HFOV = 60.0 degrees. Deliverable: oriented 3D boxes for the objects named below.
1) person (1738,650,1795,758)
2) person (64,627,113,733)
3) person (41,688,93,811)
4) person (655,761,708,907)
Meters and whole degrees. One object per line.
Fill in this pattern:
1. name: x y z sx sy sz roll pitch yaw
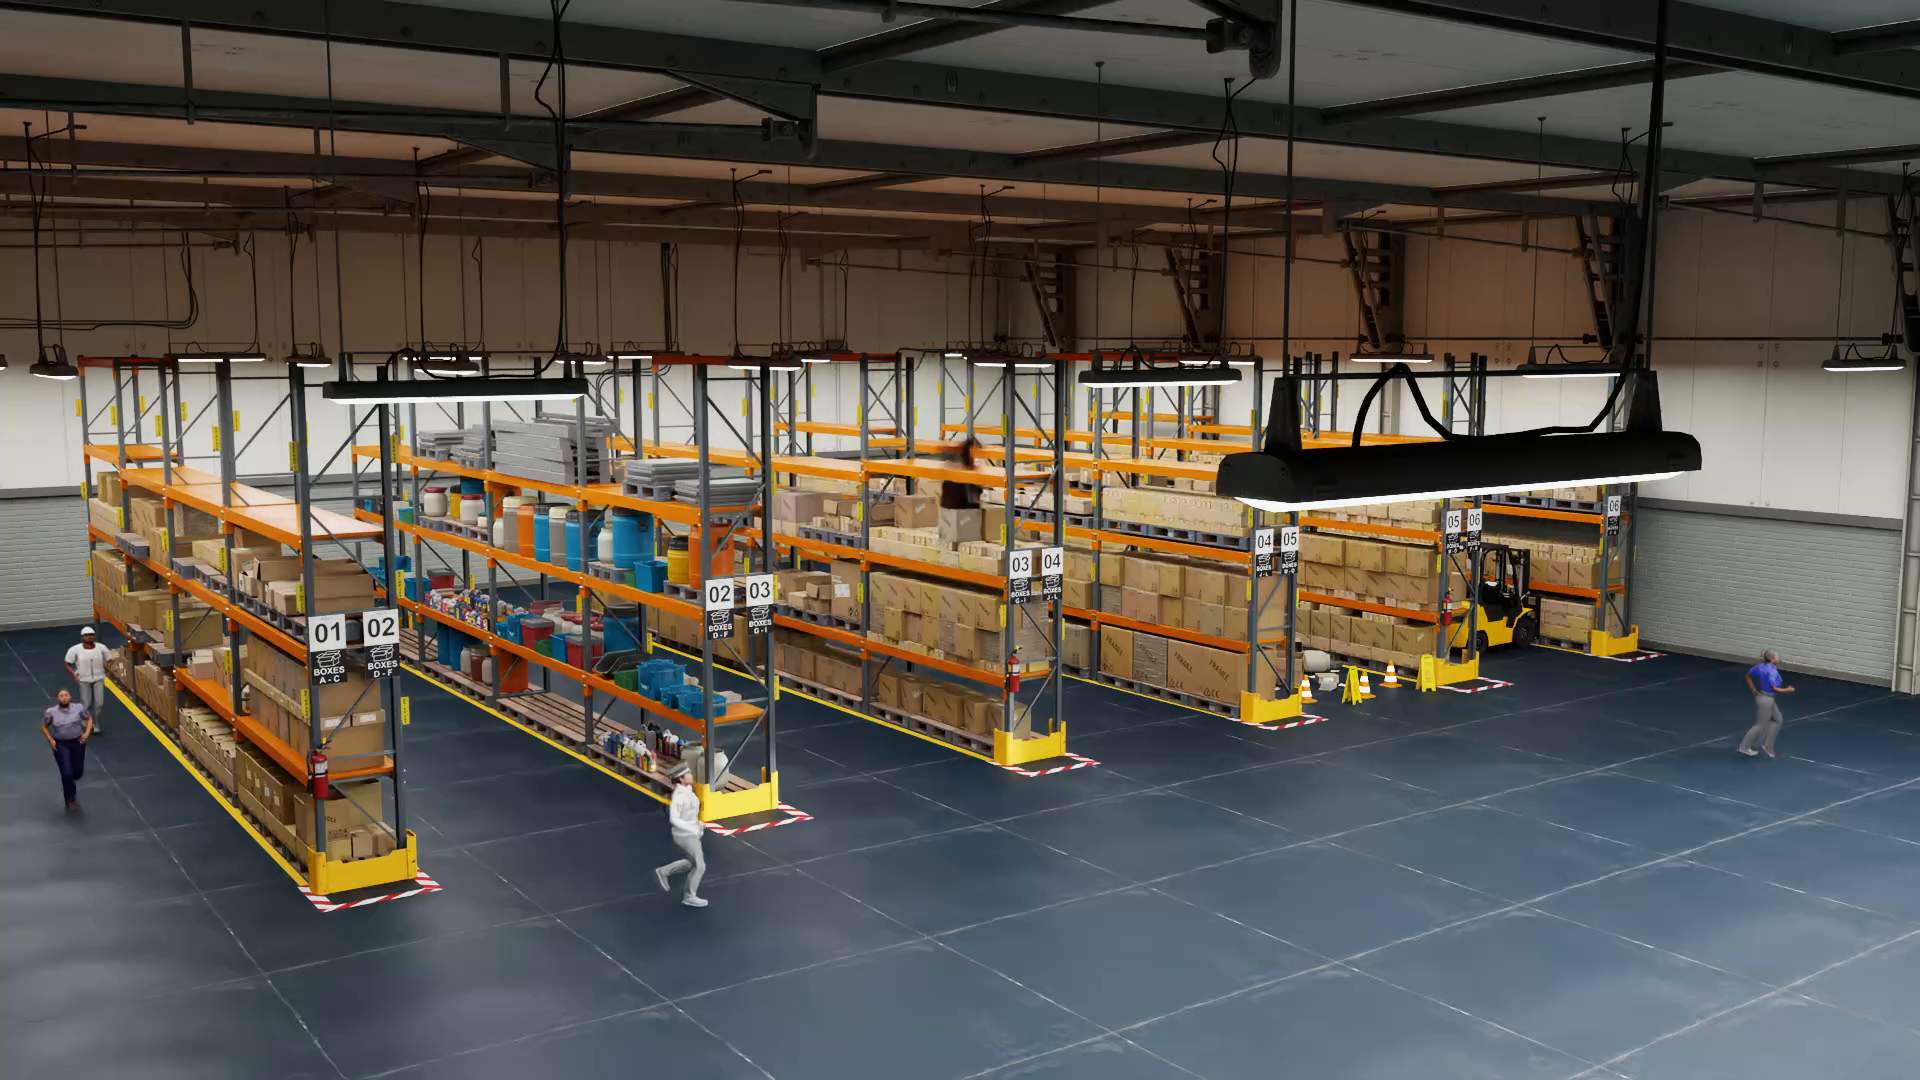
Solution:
1. person: 12.152 2.493 25.055 0.739 1.710 0.568 1 7 12
2. person: -13.959 2.245 26.709 0.698 1.718 0.606 -6 9 -39
3. person: -12.120 2.809 22.578 0.599 1.667 0.722 -5 9 -36
4. person: -3.120 3.284 18.546 0.586 1.658 0.617 0 7 -4
